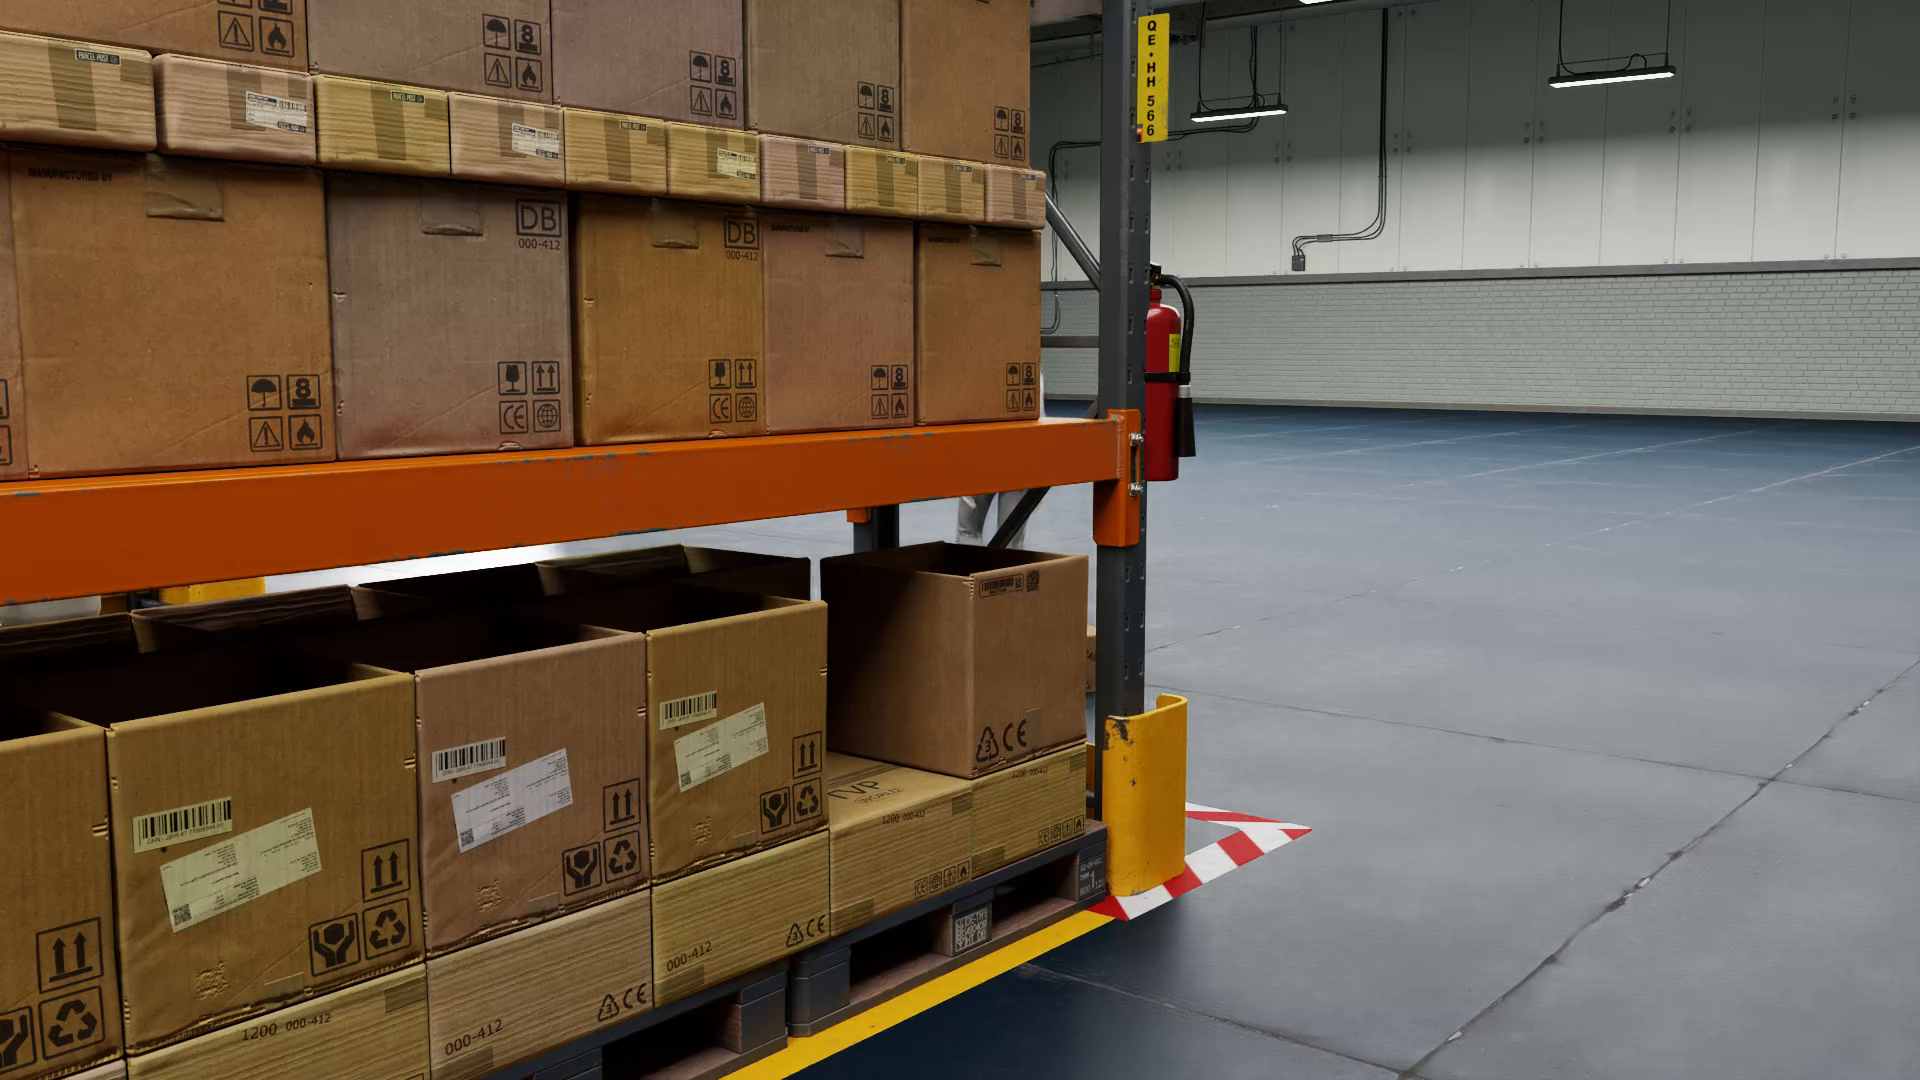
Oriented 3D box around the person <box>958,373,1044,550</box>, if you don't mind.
[{"bbox_3d":[0.190,-0.309,8.226,0.477,1.736,0.481,0,7,-1],"label":"person"}]
